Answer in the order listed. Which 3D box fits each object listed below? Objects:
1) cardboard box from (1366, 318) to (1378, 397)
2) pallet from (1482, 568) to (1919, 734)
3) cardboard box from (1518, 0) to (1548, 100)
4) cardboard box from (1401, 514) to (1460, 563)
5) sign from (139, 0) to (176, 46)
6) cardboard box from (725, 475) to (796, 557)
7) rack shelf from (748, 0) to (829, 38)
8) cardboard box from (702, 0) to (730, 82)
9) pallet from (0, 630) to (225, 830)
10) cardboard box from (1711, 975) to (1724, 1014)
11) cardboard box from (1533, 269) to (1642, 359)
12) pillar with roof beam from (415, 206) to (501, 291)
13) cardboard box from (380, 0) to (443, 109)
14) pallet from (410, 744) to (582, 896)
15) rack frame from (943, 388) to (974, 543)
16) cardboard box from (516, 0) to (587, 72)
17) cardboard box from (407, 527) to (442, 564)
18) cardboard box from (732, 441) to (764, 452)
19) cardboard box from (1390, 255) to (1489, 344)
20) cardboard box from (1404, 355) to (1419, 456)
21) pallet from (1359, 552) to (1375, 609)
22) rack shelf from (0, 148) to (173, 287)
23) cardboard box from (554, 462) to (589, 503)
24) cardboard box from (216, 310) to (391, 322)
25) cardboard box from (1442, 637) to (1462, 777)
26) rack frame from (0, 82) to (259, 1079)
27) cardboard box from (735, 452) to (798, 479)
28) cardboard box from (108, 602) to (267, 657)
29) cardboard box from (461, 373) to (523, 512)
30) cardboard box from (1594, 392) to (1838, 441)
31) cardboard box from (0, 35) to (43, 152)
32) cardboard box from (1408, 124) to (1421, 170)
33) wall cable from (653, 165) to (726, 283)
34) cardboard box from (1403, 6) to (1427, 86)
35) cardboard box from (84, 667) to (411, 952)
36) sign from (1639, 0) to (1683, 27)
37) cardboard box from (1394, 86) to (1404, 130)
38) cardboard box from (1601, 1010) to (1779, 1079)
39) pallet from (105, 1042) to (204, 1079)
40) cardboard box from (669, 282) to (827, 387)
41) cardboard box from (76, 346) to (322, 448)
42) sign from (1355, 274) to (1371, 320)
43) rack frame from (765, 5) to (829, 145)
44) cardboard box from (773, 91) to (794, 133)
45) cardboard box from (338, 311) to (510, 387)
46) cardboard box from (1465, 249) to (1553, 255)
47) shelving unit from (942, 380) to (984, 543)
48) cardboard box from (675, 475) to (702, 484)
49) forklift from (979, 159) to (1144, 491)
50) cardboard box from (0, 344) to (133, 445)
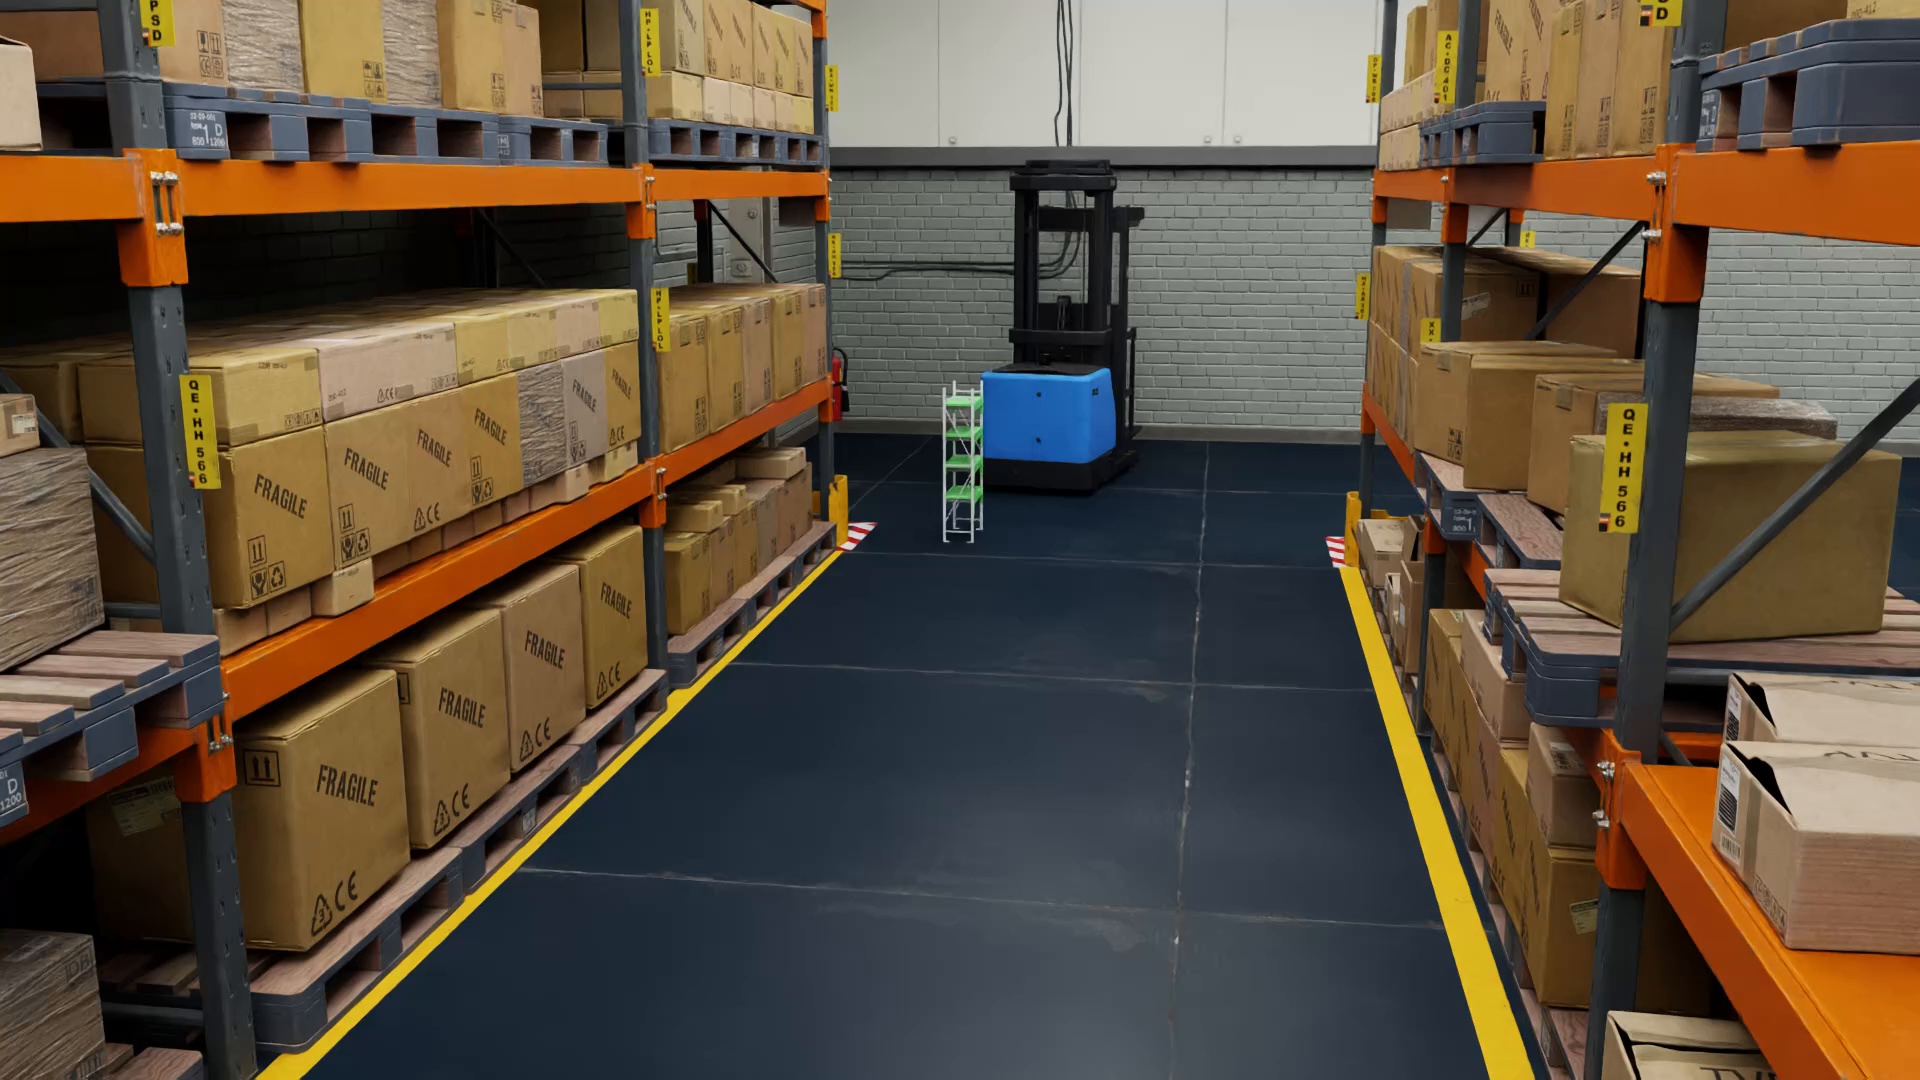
[{"bbox_3d":[3.093,-1.265,11.507,0.500,0.500,0.500,2,12,10],"label":"cardboard box"},{"bbox_3d":[2.226,0.316,4.864,1.213,0.211,1.003,2,12,9],"label":"pallet"},{"bbox_3d":[2.576,-1.995,6.537,0.600,0.600,0.600,2,12,8],"label":"cardboard box"},{"bbox_3d":[3.090,0.147,10.075,0.797,0.503,0.637,2,12,9],"label":"cardboard box"},{"bbox_3d":[-2.168,-1.496,4.466,0.100,0.325,0.005,2,12,9],"label":"sign"},{"bbox_3d":[-1.559,-0.190,11.692,0.700,0.500,0.500,2,12,8],"label":"cardboard box"},{"bbox_3d":[-1.781,-3.429,10.201,1.077,0.370,4.000,2,12,9],"label":"rack shelf"},{"bbox_3d":[-1.629,-2.887,9.494,0.500,0.500,0.500,2,12,7],"label":"cardboard box"},{"bbox_3d":[-2.708,0.451,4.236,1.213,0.211,1.003,2,12,9],"label":"pallet"},{"bbox_3d":[2.619,1.177,5.299,0.500,0.500,0.500,1,12,7],"label":"cardboard box"},{"bbox_3d":[3.157,-1.094,8.339,0.500,0.500,0.500,2,12,10],"label":"cardboard box"},{"bbox_3d":[1.418,-3.594,8.311,9.100,9.000,0.400,2,12,9],"label":"pillar with roof beam"},{"bbox_3d":[-2.495,-1.958,6.556,0.700,0.500,0.500,2,12,9],"label":"cardboard box"},{"bbox_3d":[-2.318,1.154,7.139,1.003,0.211,1.213,2,12,9],"label":"pallet"},{"bbox_3d":[-0.012,-0.570,12.791,0.240,1.200,0.015,2,12,9],"label":"rack frame"},{"bbox_3d":[-2.212,-2.794,9.059,0.500,0.500,0.500,2,12,8],"label":"cardboard box"},{"bbox_3d":[-2.254,-0.011,6.475,0.380,0.149,0.250,2,12,10],"label":"cardboard box"},{"bbox_3d":[-1.661,-0.644,12.258,0.380,0.149,0.250,2,12,9],"label":"cardboard box"},{"bbox_3d":[2.861,-1.435,9.922,0.500,0.500,0.500,2,12,8],"label":"cardboard box"},{"bbox_3d":[2.708,-0.736,9.052,0.500,0.500,0.500,2,12,10],"label":"cardboard box"},{"bbox_3d":[3.288,0.245,11.356,1.003,0.211,1.213,2,12,9],"label":"pallet"},{"bbox_3d":[-3.012,-0.493,2.748,1.077,0.370,4.000,2,12,9],"label":"rack shelf"},{"bbox_3d":[-1.943,-0.272,7.684,0.380,0.149,0.250,2,12,9],"label":"cardboard box"},{"bbox_3d":[-2.647,-0.788,6.761,0.500,0.250,0.500,2,12,7],"label":"cardboard box"},{"bbox_3d":[2.420,0.744,7.312,0.500,0.500,0.500,2,12,9],"label":"cardboard box"},{"bbox_3d":[-2.704,0.205,4.920,1.000,3.000,0.127,2,12,9],"label":"rack frame"},{"bbox_3d":[-1.361,-0.525,11.709,0.380,0.149,0.250,2,12,10],"label":"cardboard box"},{"bbox_3d":[-2.424,0.257,5.227,0.380,0.149,0.250,2,12,8],"label":"cardboard box"},{"bbox_3d":[-2.137,-0.412,6.794,0.500,0.500,0.500,2,12,10],"label":"cardboard box"},{"bbox_3d":[2.506,-0.208,5.604,0.700,0.500,0.500,4,13,19],"label":"cardboard box"},{"bbox_3d":[-2.548,-1.068,3.875,0.500,0.311,0.500,2,12,9],"label":"cardboard box"},{"bbox_3d":[2.774,-2.178,9.218,0.500,0.250,0.500,2,12,9],"label":"cardboard box"},{"bbox_3d":[-2.211,-2.254,13.919,0.084,1.984,1.851,2,12,9],"label":"wall cable"},{"bbox_3d":[3.198,-3.095,10.505,0.700,0.500,0.500,2,12,9],"label":"cardboard box"},{"bbox_3d":[-2.461,0.902,5.793,0.750,0.750,0.750,2,12,8],"label":"cardboard box"},{"bbox_3d":[1.656,-1.372,3.892,0.100,0.325,0.005,2,12,9],"label":"sign"},{"bbox_3d":[2.931,-2.631,10.130,0.500,0.250,0.500,2,12,9],"label":"cardboard box"},{"bbox_3d":[1.821,1.329,3.903,0.500,0.311,0.500,2,12,11],"label":"cardboard box"},{"bbox_3d":[-2.826,1.731,4.459,1.003,0.211,1.213,2,12,9],"label":"pallet"},{"bbox_3d":[-1.542,-1.500,12.122,0.980,0.700,0.700,2,12,11],"label":"cardboard box"},{"bbox_3d":[-2.375,-0.457,5.225,0.500,0.250,0.500,2,12,10],"label":"cardboard box"},{"bbox_3d":[2.886,-1.741,11.896,0.100,0.325,0.005,2,12,9],"label":"sign"},{"bbox_3d":[-1.474,-4.393,12.015,1.000,3.000,0.127,2,12,9],"label":"rack frame"},{"bbox_3d":[-1.403,-2.838,11.042,0.500,0.250,0.500,1,12,7],"label":"cardboard box"},{"bbox_3d":[-2.152,-0.774,6.694,0.500,0.250,0.500,2,12,7],"label":"cardboard box"},{"bbox_3d":[3.548,-1.631,10.831,0.500,0.500,0.500,2,12,10],"label":"cardboard box"},{"bbox_3d":[0.025,-0.621,13.027,0.258,1.200,0.503,2,12,9],"label":"shelving unit"},{"bbox_3d":[-1.893,-0.327,10.788,0.380,0.149,0.250,2,12,8],"label":"cardboard box"},{"bbox_3d":[1.121,-2.136,15.947,1.130,2.935,3.031,4,13,18],"label":"forklift"},{"bbox_3d":[-2.890,-0.468,5.274,0.500,0.250,0.500,2,12,10],"label":"cardboard box"}]
